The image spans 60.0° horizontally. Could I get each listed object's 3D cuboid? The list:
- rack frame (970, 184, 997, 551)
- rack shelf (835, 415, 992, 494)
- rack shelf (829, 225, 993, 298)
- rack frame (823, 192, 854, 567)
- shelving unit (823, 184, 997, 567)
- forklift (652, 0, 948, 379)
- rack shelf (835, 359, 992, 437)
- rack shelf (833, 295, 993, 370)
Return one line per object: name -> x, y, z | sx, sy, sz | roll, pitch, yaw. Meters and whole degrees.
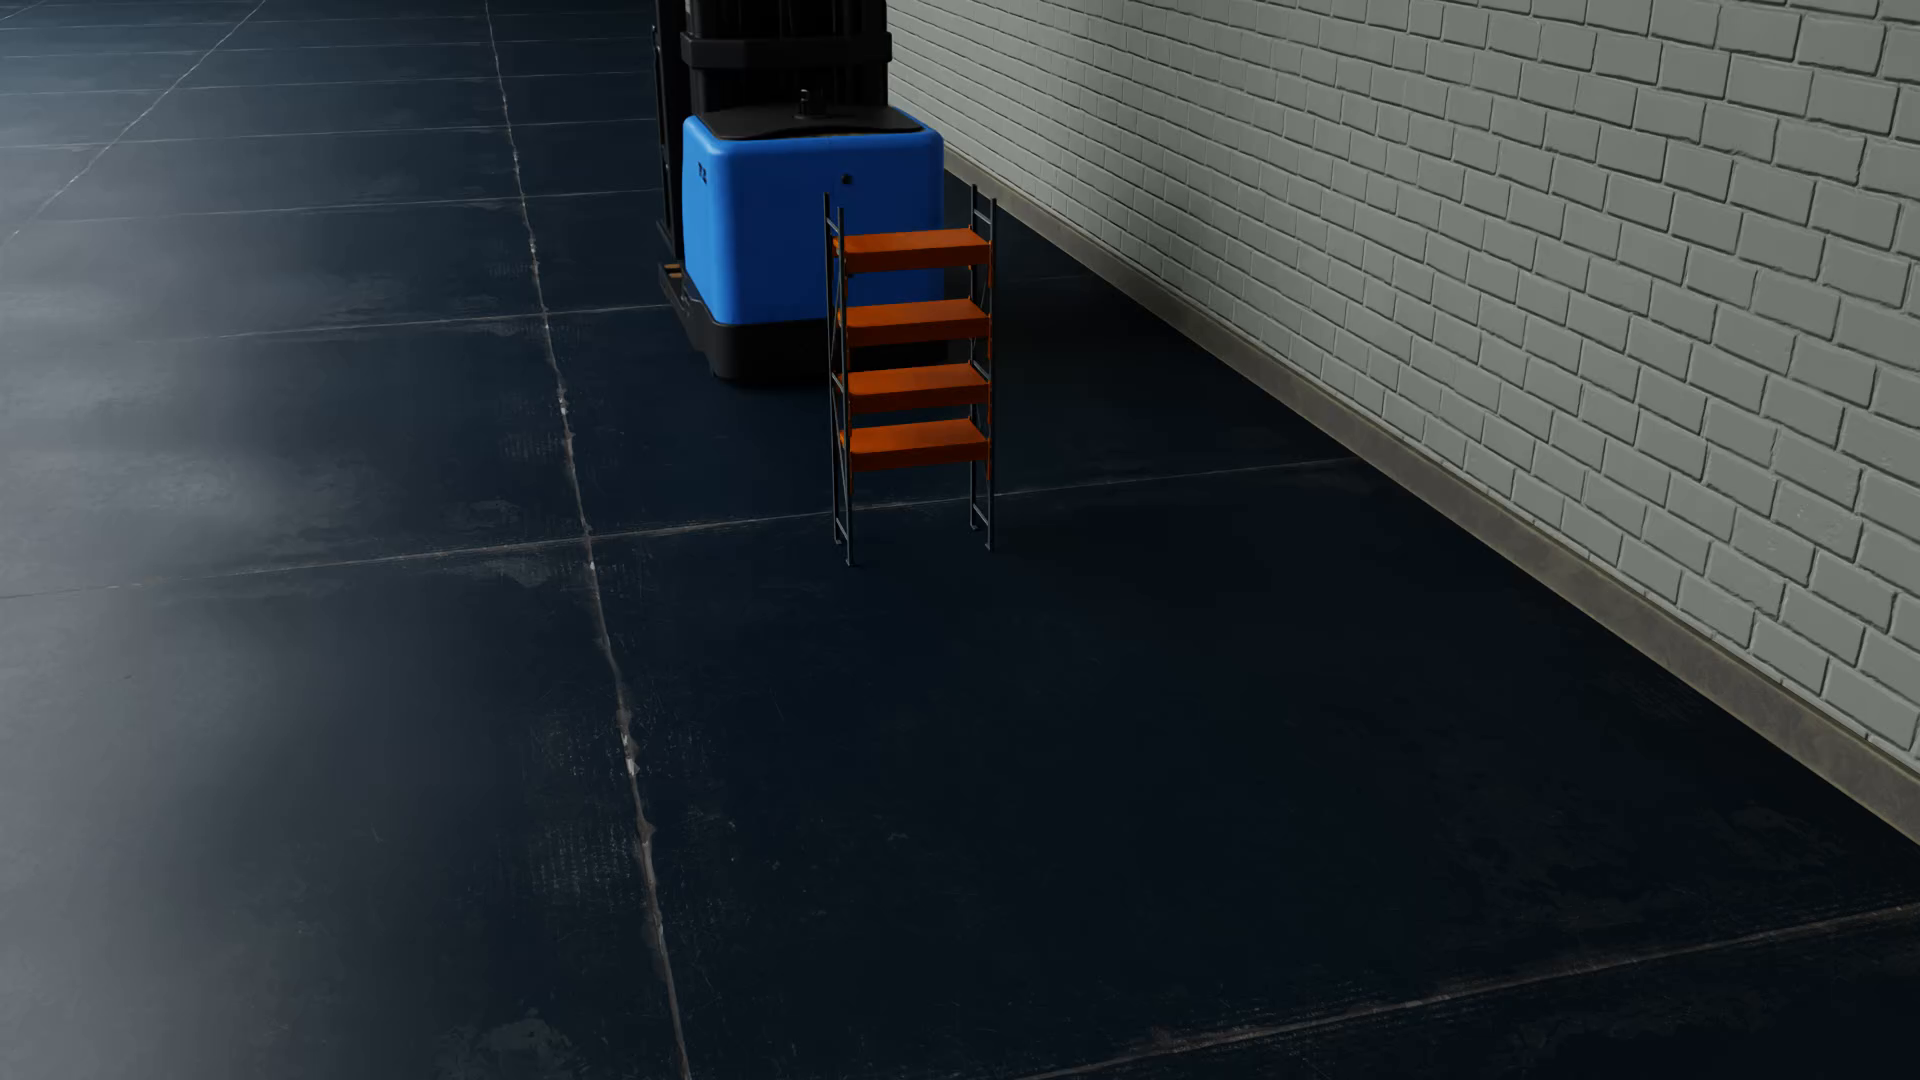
rack frame -> 0.076, -0.560, 5.533 | 0.015, 1.200, 0.240 | -6, 24, -14
rack shelf -> -0.159, -0.289, 5.577 | 0.480, 0.148, 0.258 | -6, 24, -14
rack shelf -> -0.159, -0.895, 5.317 | 0.480, 0.148, 0.258 | -6, 24, -14
rack frame -> -0.394, -0.508, 5.412 | 0.015, 1.200, 0.240 | -6, 24, -14
shelving unit -> -0.159, -0.534, 5.472 | 0.503, 1.200, 0.258 | -6, 24, -14
forklift -> -0.956, -2.595, 8.081 | 1.130, 2.935, 3.031 | -7, 24, -15
rack shelf -> -0.159, -0.472, 5.499 | 0.480, 0.148, 0.258 | -6, 24, -14
rack shelf -> -0.159, -0.678, 5.411 | 0.480, 0.148, 0.258 | -6, 24, -14
